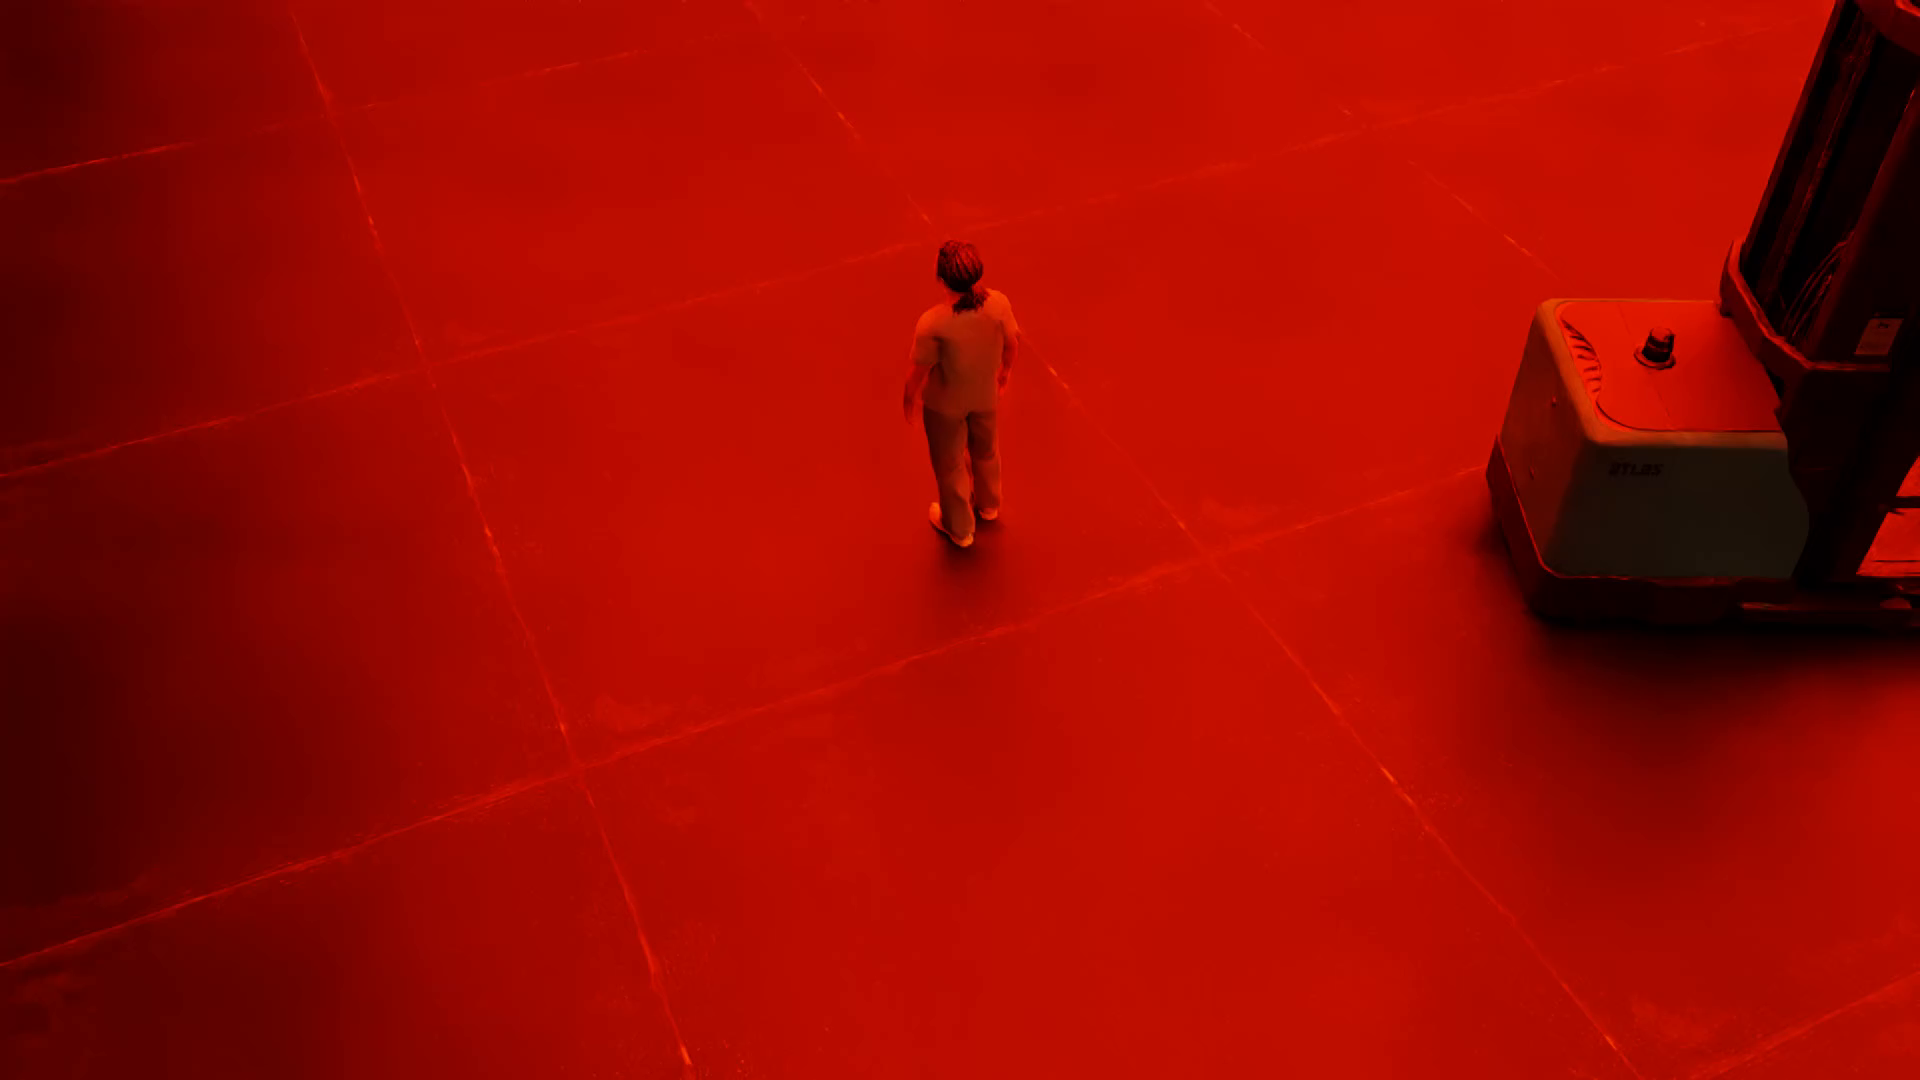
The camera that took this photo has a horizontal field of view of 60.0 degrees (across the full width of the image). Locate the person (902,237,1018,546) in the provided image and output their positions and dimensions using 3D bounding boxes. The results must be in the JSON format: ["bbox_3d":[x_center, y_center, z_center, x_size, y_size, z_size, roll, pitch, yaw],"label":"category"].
[{"bbox_3d":[-0.019,-0.667,7.305,0.550,1.674,0.548,-18,46,-18],"label":"person"}]

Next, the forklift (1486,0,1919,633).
[{"bbox_3d":[4.055,-1.023,6.777,3.031,2.935,1.130,1,43,1],"label":"forklift"}]
